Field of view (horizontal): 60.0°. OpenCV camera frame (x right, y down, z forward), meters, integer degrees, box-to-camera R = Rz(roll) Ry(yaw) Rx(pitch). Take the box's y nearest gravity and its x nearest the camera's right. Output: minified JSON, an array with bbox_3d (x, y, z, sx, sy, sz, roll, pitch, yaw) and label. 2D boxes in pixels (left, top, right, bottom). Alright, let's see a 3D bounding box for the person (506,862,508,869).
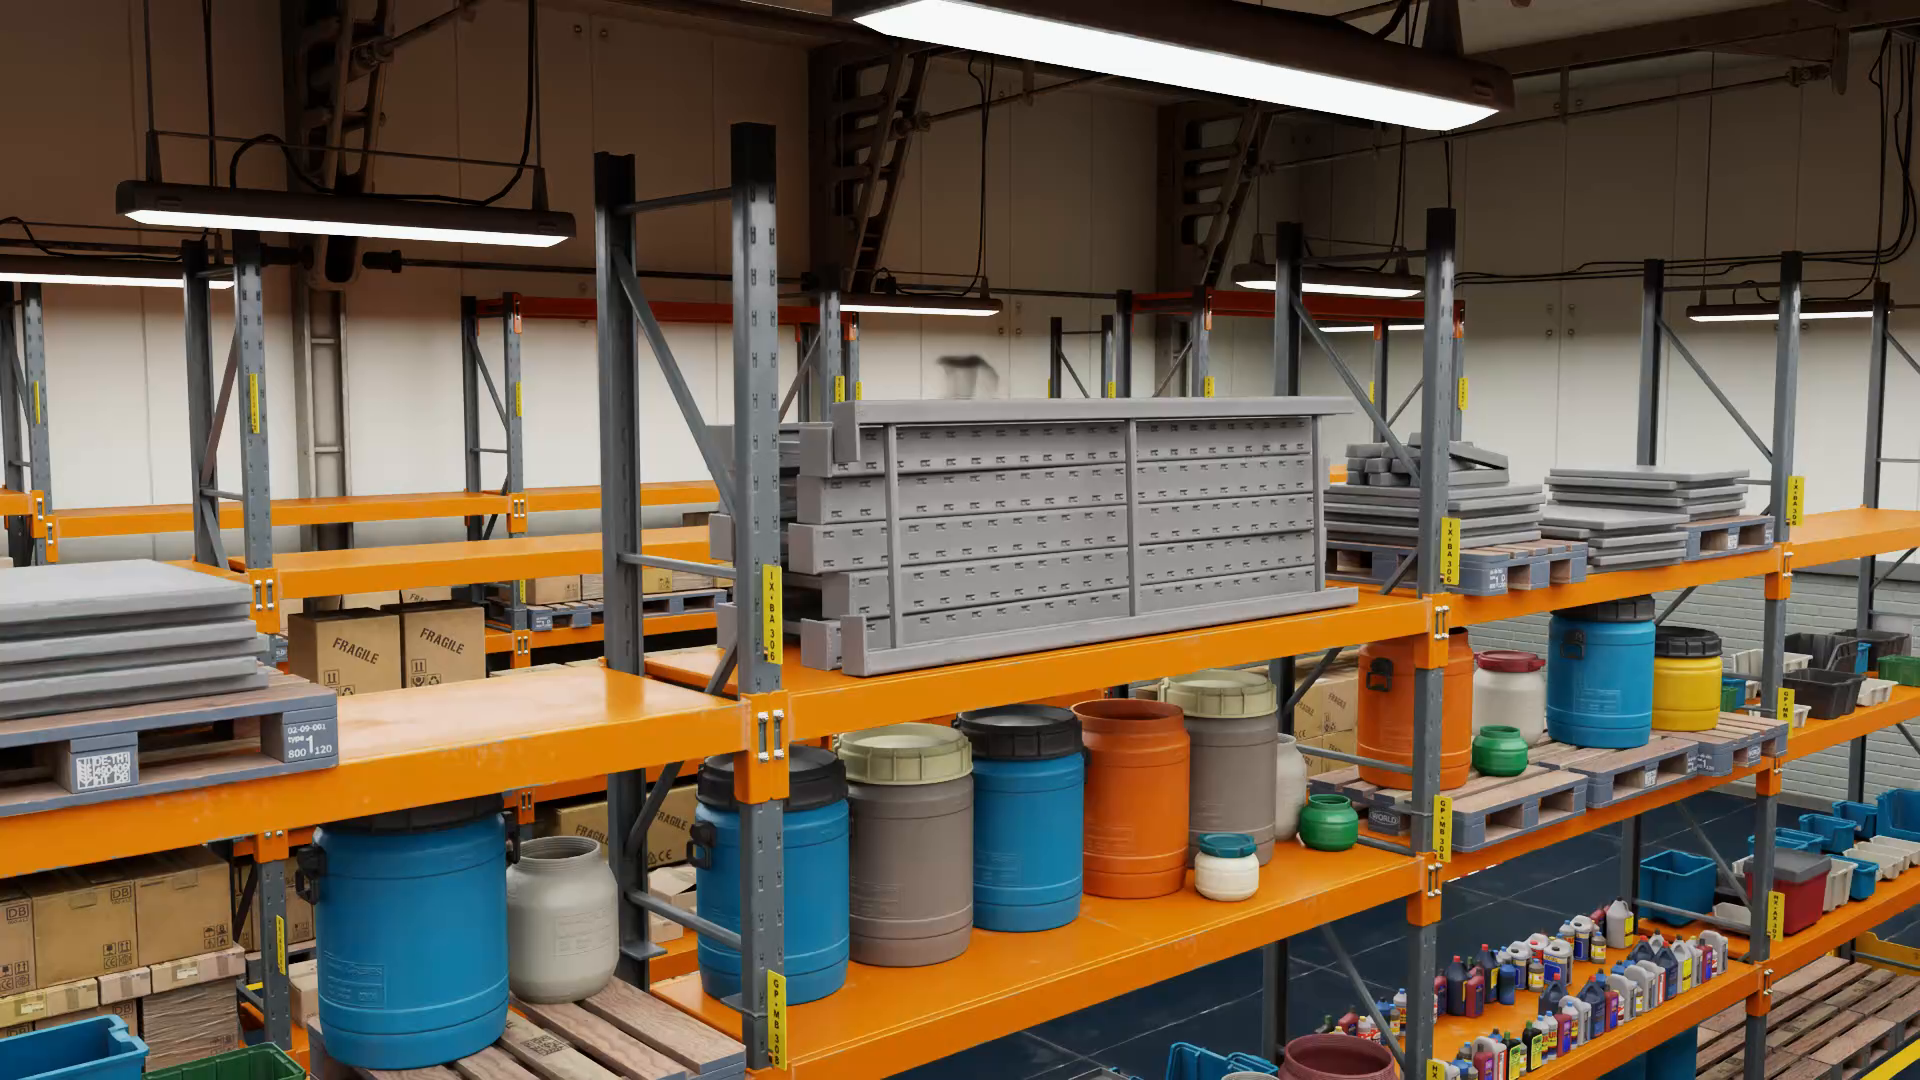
[{"bbox_3d":[-3.566,3.103,12.929,0.923,1.689,0.647,-5,7,-43],"label":"person"}]
